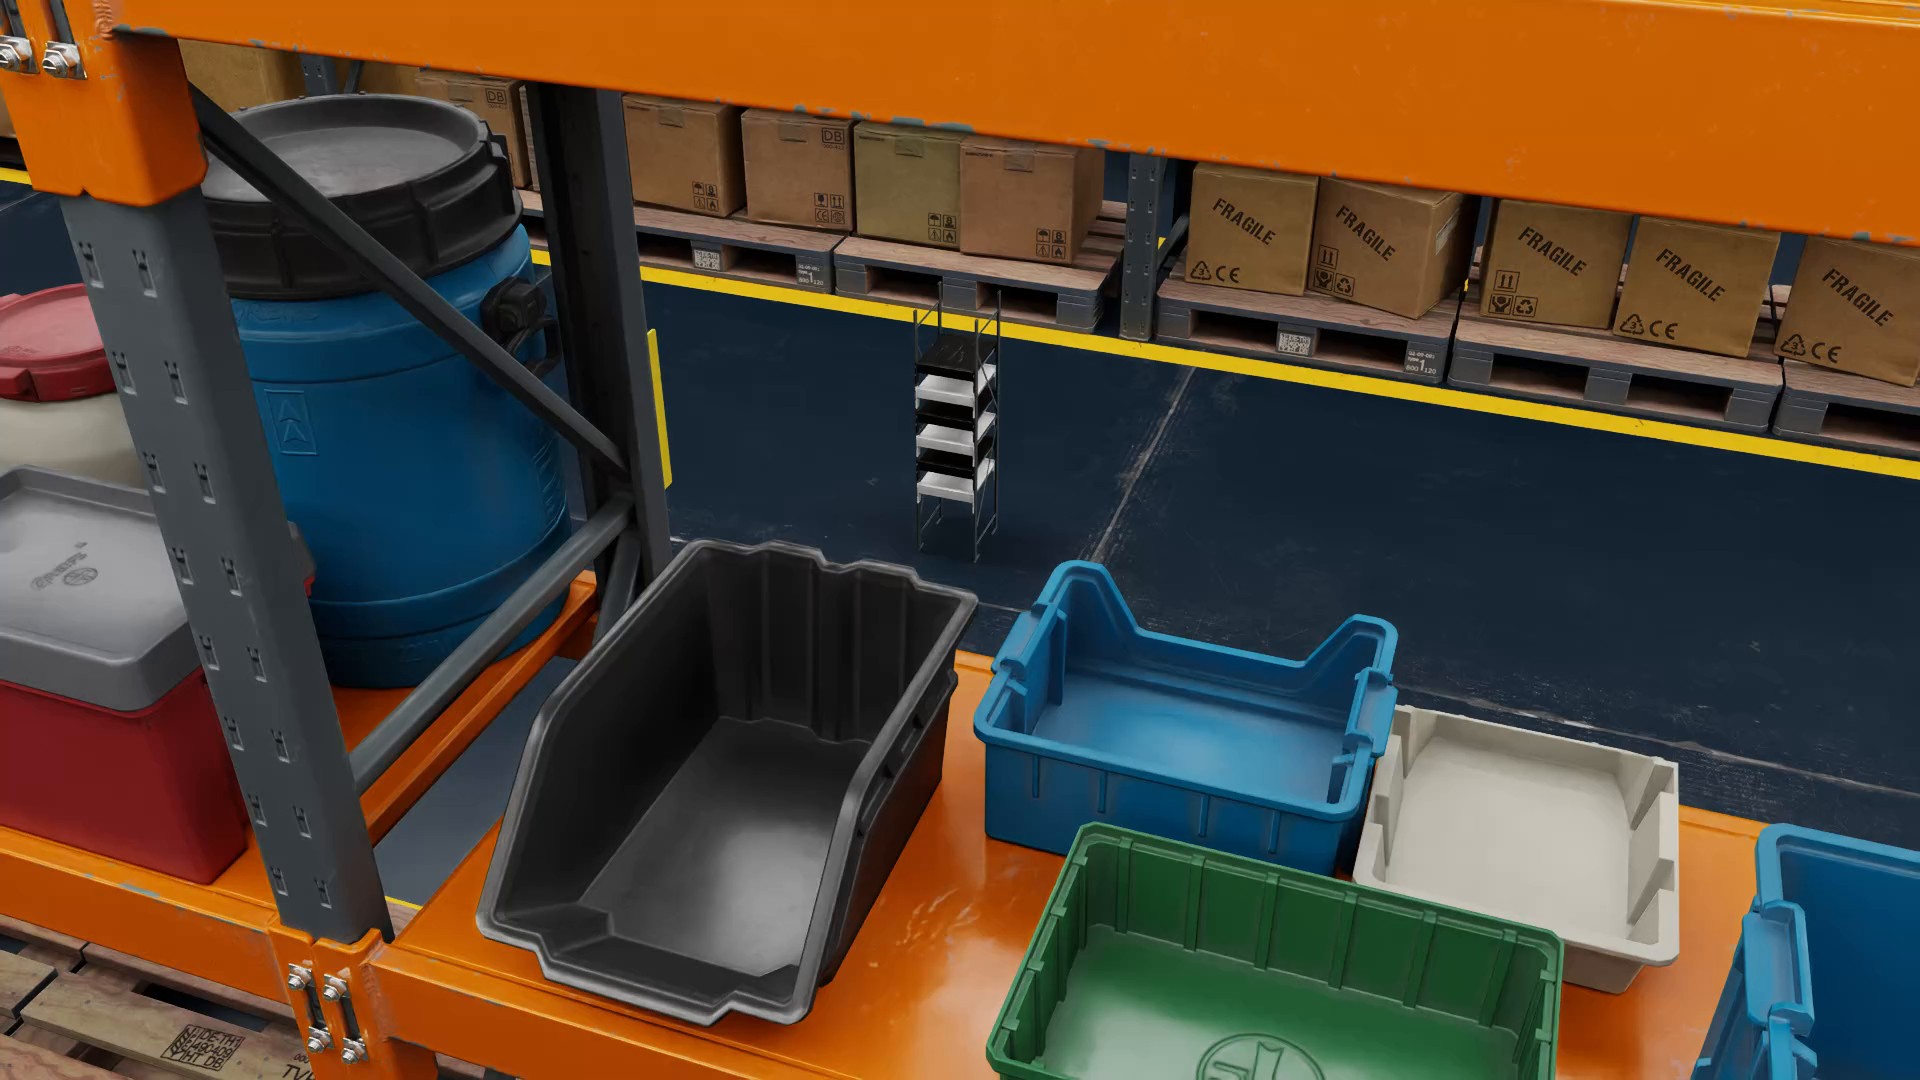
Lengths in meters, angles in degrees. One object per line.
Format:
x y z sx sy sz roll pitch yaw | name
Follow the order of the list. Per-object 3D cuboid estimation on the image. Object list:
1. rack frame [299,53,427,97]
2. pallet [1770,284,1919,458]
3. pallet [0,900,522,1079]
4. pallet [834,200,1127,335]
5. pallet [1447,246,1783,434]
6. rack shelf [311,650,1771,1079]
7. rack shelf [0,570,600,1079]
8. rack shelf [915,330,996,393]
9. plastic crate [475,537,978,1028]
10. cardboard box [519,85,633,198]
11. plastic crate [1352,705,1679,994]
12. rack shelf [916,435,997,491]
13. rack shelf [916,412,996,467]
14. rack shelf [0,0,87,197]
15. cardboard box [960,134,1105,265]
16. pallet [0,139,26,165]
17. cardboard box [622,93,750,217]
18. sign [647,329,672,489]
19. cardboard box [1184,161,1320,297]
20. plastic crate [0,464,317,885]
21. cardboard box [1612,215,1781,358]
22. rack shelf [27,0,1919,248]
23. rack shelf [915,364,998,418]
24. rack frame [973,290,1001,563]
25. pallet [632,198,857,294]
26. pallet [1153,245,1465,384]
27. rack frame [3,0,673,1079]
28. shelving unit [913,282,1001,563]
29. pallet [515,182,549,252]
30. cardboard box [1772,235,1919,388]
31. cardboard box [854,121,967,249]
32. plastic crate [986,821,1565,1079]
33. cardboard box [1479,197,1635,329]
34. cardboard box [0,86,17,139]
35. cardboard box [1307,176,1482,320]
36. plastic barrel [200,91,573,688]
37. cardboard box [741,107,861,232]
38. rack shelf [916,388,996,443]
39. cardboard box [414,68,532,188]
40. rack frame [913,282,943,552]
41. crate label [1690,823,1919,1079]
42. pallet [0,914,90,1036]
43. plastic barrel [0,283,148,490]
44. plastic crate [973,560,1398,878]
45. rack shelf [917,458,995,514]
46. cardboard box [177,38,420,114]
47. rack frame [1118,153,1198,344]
-2.864 -3.089 7.769 0.127 3.000 1.000 11 34 16 | rack frame
3.843 -0.634 6.537 1.213 0.211 1.003 11 34 16 | pallet
-1.522 1.220 3.666 1.213 0.211 1.003 11 34 16 | pallet
0.168 -1.327 7.611 1.213 0.211 1.003 11 34 16 | pallet
2.698 -0.858 6.884 1.213 0.211 1.003 11 34 16 | pallet
1.114 0.840 2.346 4.000 0.370 1.077 11 34 16 | rack shelf
-2.652 0.108 3.480 4.000 0.370 1.077 11 34 16 | rack shelf
-0.008 -0.578 5.380 0.200 0.077 0.258 11 34 16 | rack shelf
-0.319 0.359 2.486 0.504 0.338 0.767 11 34 16 | plastic crate
-1.700 -2.016 8.006 0.500 0.500 0.700 8 34 12 | cardboard box
0.845 0.451 2.529 0.437 0.136 0.530 11 34 16 | plastic crate
-0.008 -0.276 5.575 0.200 0.077 0.258 11 34 16 | rack shelf
-0.008 -0.352 5.526 0.200 0.077 0.258 11 34 16 | rack shelf
-2.652 -1.152 2.666 4.000 0.370 1.077 11 34 16 | rack shelf
0.331 -1.615 7.385 0.500 0.500 0.700 8 34 13 | cardboard box
-4.725 -2.324 9.155 1.213 0.211 1.003 11 34 16 | pallet
-1.164 -1.916 7.851 0.500 0.500 0.700 14 35 20 | cardboard box
-0.573 -0.223 3.075 0.005 0.325 0.100 11 34 16 | sign
1.265 -1.389 7.054 0.500 0.500 0.500 10 34 15 | cardboard box
-1.328 0.213 2.596 0.583 0.464 0.402 11 34 16 | plastic crate
2.928 -1.090 6.590 0.500 0.500 0.500 14 35 21 | cardboard box
1.114 -0.420 1.532 4.000 0.370 1.077 11 34 16 | rack shelf
-0.008 -0.503 5.429 0.200 0.077 0.258 11 34 16 | rack shelf
0.088 -0.361 5.479 0.006 0.900 0.240 11 34 16 | rack frame
-0.984 -1.549 7.955 1.213 0.211 1.003 11 34 16 | pallet
1.546 -1.080 7.229 1.213 0.211 1.003 11 34 16 | pallet
-0.769 0.172 2.718 0.127 3.000 1.000 11 34 16 | rack frame
-0.008 -0.380 5.508 0.210 0.900 0.258 11 34 16 | shelving unit
-2.129 -1.774 8.302 1.213 0.211 1.003 11 34 16 | pallet
3.511 -0.966 6.398 0.500 0.500 0.500 21 38 29 | cardboard box
-0.112 -1.712 7.535 0.500 0.500 0.700 11 34 16 | cardboard box
0.413 0.654 2.167 0.662 0.188 0.450 11 34 16 | plastic crate
2.418 -1.215 6.784 0.500 0.500 0.500 8 34 12 | cardboard box
-4.343 -2.677 8.702 0.875 0.875 1.225 11 34 17 | cardboard box
1.807 -1.289 6.898 0.500 0.500 0.500 23 39 31 | cardboard box
-1.031 -0.264 2.931 0.708 0.901 0.600 11 34 16 | plastic barrel
-0.638 -1.814 7.693 0.500 0.500 0.700 8 34 12 | cardboard box
-0.008 -0.427 5.477 0.200 0.077 0.258 11 34 16 | rack shelf
-2.226 -2.111 8.153 0.500 0.500 0.700 9 34 14 | cardboard box
-0.103 -0.398 5.537 0.006 0.900 0.240 11 34 16 | rack frame
1.172 0.691 1.882 0.616 0.435 0.502 11 34 16 | crate label
-2.674 0.997 4.010 1.213 0.211 1.003 11 34 16 | pallet
-1.596 -0.172 3.126 0.433 0.535 0.433 0 33 0 | plastic barrel
0.364 0.299 2.659 0.616 0.251 0.499 11 34 16 | plastic crate
-0.008 -0.200 5.624 0.200 0.077 0.258 11 34 16 | rack shelf
-3.506 -2.510 8.443 0.875 0.875 1.225 9 34 14 | cardboard box
0.902 -2.357 6.635 0.127 3.000 1.000 11 34 16 | rack frame
